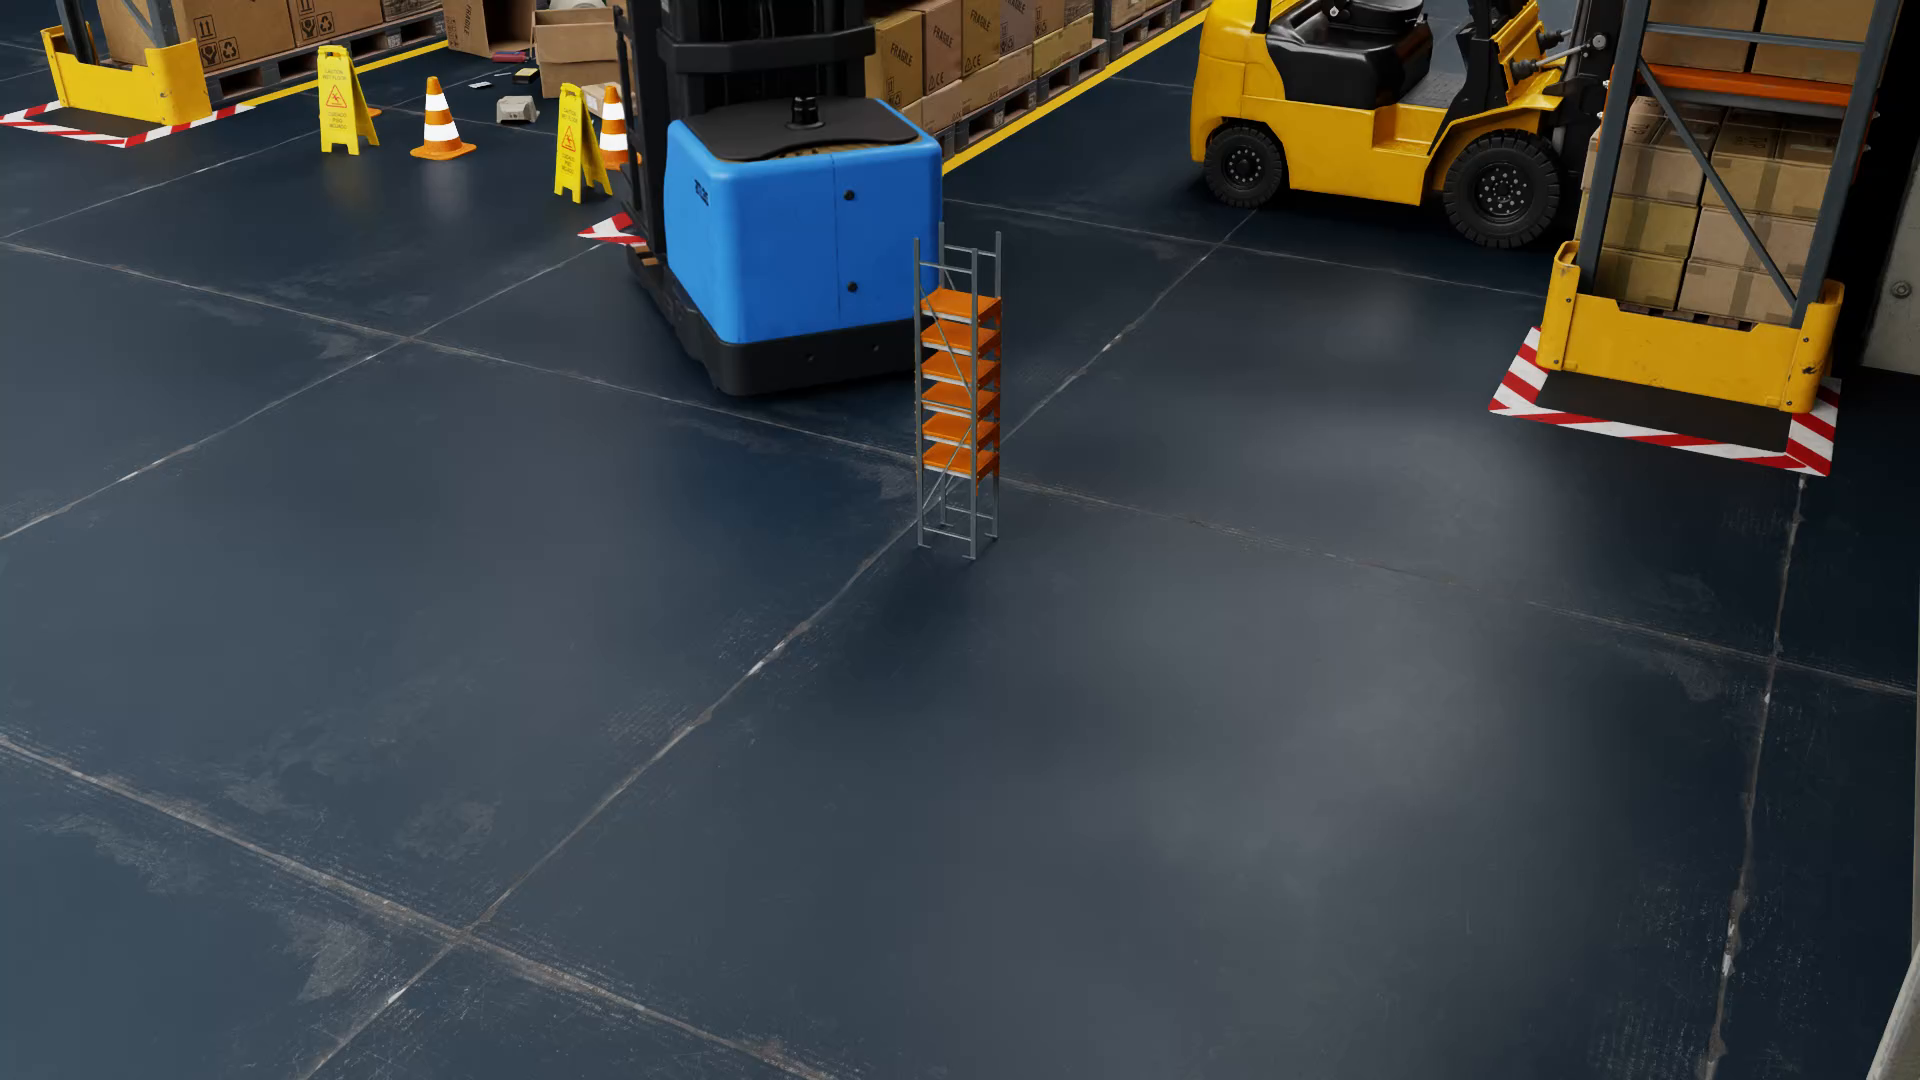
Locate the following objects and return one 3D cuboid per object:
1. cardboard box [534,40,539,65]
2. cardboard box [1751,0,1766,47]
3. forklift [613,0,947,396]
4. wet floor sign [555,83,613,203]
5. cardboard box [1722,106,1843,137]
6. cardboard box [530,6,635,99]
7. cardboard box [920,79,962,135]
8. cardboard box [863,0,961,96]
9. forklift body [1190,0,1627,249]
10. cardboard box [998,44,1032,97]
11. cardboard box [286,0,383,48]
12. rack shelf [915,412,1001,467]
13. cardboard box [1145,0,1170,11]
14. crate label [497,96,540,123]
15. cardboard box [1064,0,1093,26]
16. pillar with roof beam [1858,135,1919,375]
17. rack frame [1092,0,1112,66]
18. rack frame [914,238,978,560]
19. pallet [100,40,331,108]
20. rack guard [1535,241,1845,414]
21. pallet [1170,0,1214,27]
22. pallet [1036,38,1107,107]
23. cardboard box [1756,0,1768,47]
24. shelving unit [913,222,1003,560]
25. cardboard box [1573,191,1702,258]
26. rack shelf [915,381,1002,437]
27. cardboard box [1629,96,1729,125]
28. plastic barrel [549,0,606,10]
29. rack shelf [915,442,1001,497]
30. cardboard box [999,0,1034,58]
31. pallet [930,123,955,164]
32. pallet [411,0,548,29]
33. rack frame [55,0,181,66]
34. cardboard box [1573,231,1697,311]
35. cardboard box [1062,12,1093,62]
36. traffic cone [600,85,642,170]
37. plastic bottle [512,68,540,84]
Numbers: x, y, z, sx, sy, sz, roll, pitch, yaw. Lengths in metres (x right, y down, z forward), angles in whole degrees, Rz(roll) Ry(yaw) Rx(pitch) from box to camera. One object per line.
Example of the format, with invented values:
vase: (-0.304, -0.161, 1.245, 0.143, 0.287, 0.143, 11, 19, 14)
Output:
cardboard box: (-2.951, -3.666, 12.368, 0.396, 0.266, 0.258, 21, 36, 32)
cardboard box: (3.479, -2.605, 7.674, 0.500, 0.500, 0.500, 15, 33, 25)
forklift: (-1.079, -2.610, 7.852, 1.130, 2.935, 3.031, -11, 32, -19)
wet floor sign: (-2.216, -2.318, 9.638, 0.232, 0.644, 0.267, -25, 38, -36)
cardboard box: (3.855, -1.872, 7.833, 0.500, 0.250, 0.500, 14, 33, 23)
cardboard box: (-2.631, -3.451, 11.754, 0.797, 0.503, 0.637, -7, 31, -11)
cardboard box: (-0.324, -2.689, 10.261, 0.500, 0.250, 0.500, 16, 33, 25)
cardboard box: (-0.319, -3.034, 10.107, 0.500, 0.500, 0.500, 13, 32, 21)
forklift body: (2.483, -2.942, 9.214, 2.313, 2.155, 1.214, 14, 33, 23)
cardboard box: (0.146, -3.157, 11.076, 0.500, 0.250, 0.500, 15, 33, 24)
cardboard box: (-4.980, -4.225, 12.308, 0.875, 0.875, 0.875, 14, 33, 23)
rack shelf: (-0.007, -0.371, 6.022, 0.258, 0.103, 0.180, 14, 33, 23)
cardboard box: (1.206, -4.549, 13.376, 0.950, 0.372, 0.625, 16, 34, 26)
crate label: (-2.970, -2.886, 11.138, 0.250, 0.136, 0.298, -1, 30, -3)
cardboard box: (0.615, -3.945, 11.695, 0.500, 0.500, 0.500, 14, 33, 23)
pillar with roof beam: (0.531, -5.738, 7.206, 9.100, 9.000, 0.400, 14, 33, 23)
rack frame: (0.645, -4.954, 11.864, 1.000, 3.000, 0.127, 14, 33, 23)
rack frame: (-0.048, -0.473, 5.869, 0.240, 1.200, 0.006, 14, 33, 23)
pallet: (-5.335, -3.421, 11.996, 1.003, 0.211, 1.213, 14, 33, 23)
rack guard: (3.233, -0.961, 7.422, 1.175, 0.500, 0.348, 14, 33, 23)
pallet: (1.553, -4.633, 14.105, 1.003, 0.211, 1.213, 14, 33, 23)
pallet: (0.371, -3.439, 12.026, 1.003, 0.211, 1.213, 14, 33, 23)
cardboard box: (3.934, -2.492, 7.477, 0.500, 0.500, 0.500, 15, 33, 25)
shelving unit: (-0.007, -0.514, 5.940, 0.258, 1.200, 0.189, 14, 33, 23)
cardboard box: (3.187, -1.549, 7.773, 0.500, 0.250, 0.500, 14, 33, 23)
rack shelf: (-0.007, -0.475, 5.962, 0.258, 0.103, 0.180, 14, 33, 23)
cardboard box: (3.403, -1.982, 8.024, 0.500, 0.250, 0.500, 15, 33, 24)
plastic barrel: (-2.959, -4.064, 12.901, 0.421, 0.421, 0.512, -12, 32, -20)
rack shelf: (-0.007, -0.267, 6.082, 0.258, 0.103, 0.180, 14, 33, 23)
cardboard box: (0.153, -3.493, 10.907, 0.500, 0.500, 0.500, 16, 34, 26)
pallet: (-0.741, -2.357, 10.142, 1.003, 0.211, 1.213, 14, 33, 23)
pallet: (-4.223, -4.503, 13.880, 1.003, 0.211, 1.213, 14, 33, 23)
rack frame: (-5.630, -4.258, 10.653, 1.000, 3.000, 0.127, 14, 33, 23)
cardboard box: (3.176, -1.326, 7.886, 0.500, 0.250, 0.500, 15, 33, 24)
cardboard box: (0.615, -3.620, 11.881, 0.500, 0.250, 0.500, 16, 33, 25)
traffic cone: (-2.129, -2.563, 10.249, 0.336, 0.463, 0.334, 14, 33, 23)
plastic bottle: (-3.137, -3.375, 12.066, 0.133, 0.061, 0.283, 4, 30, 6)
